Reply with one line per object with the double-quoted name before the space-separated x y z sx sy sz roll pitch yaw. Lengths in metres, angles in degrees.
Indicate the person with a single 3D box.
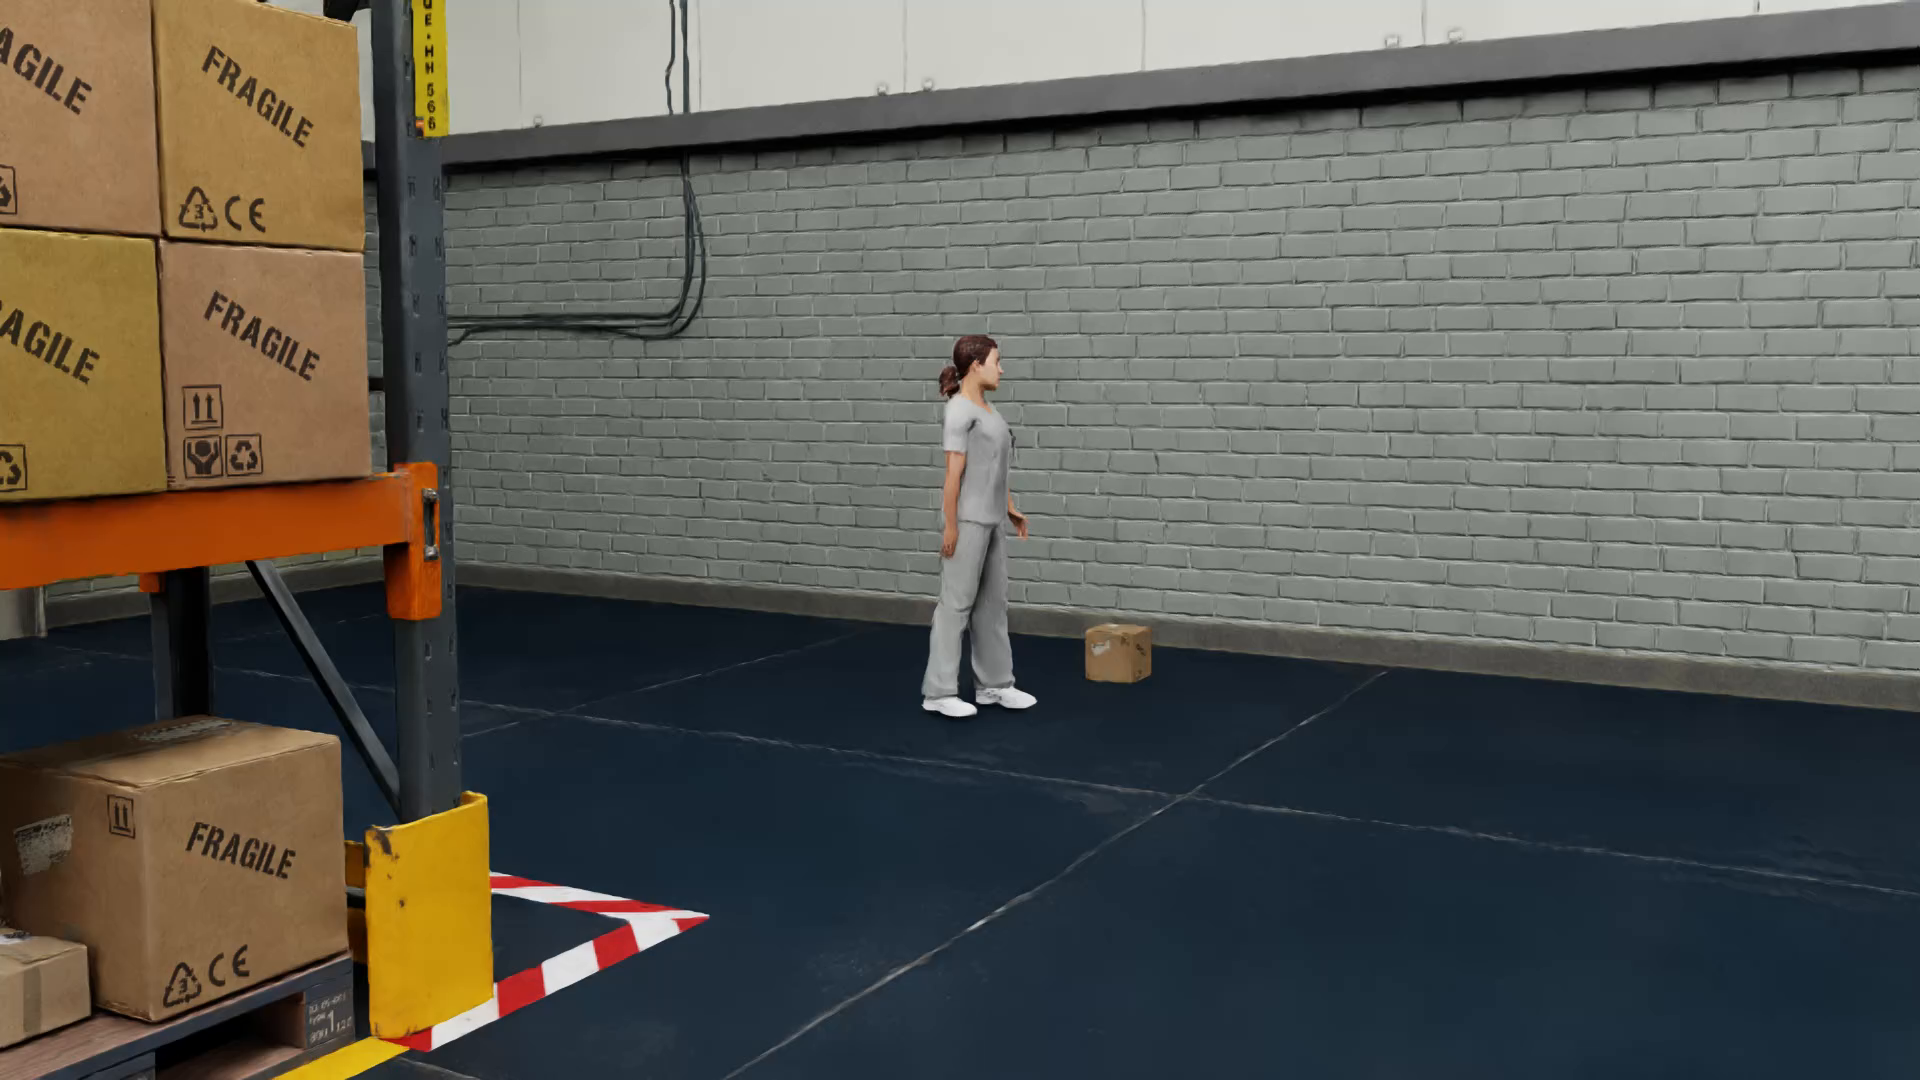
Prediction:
"person" 0.098 -0.072 7.385 0.468 1.665 0.525 2 6 20
